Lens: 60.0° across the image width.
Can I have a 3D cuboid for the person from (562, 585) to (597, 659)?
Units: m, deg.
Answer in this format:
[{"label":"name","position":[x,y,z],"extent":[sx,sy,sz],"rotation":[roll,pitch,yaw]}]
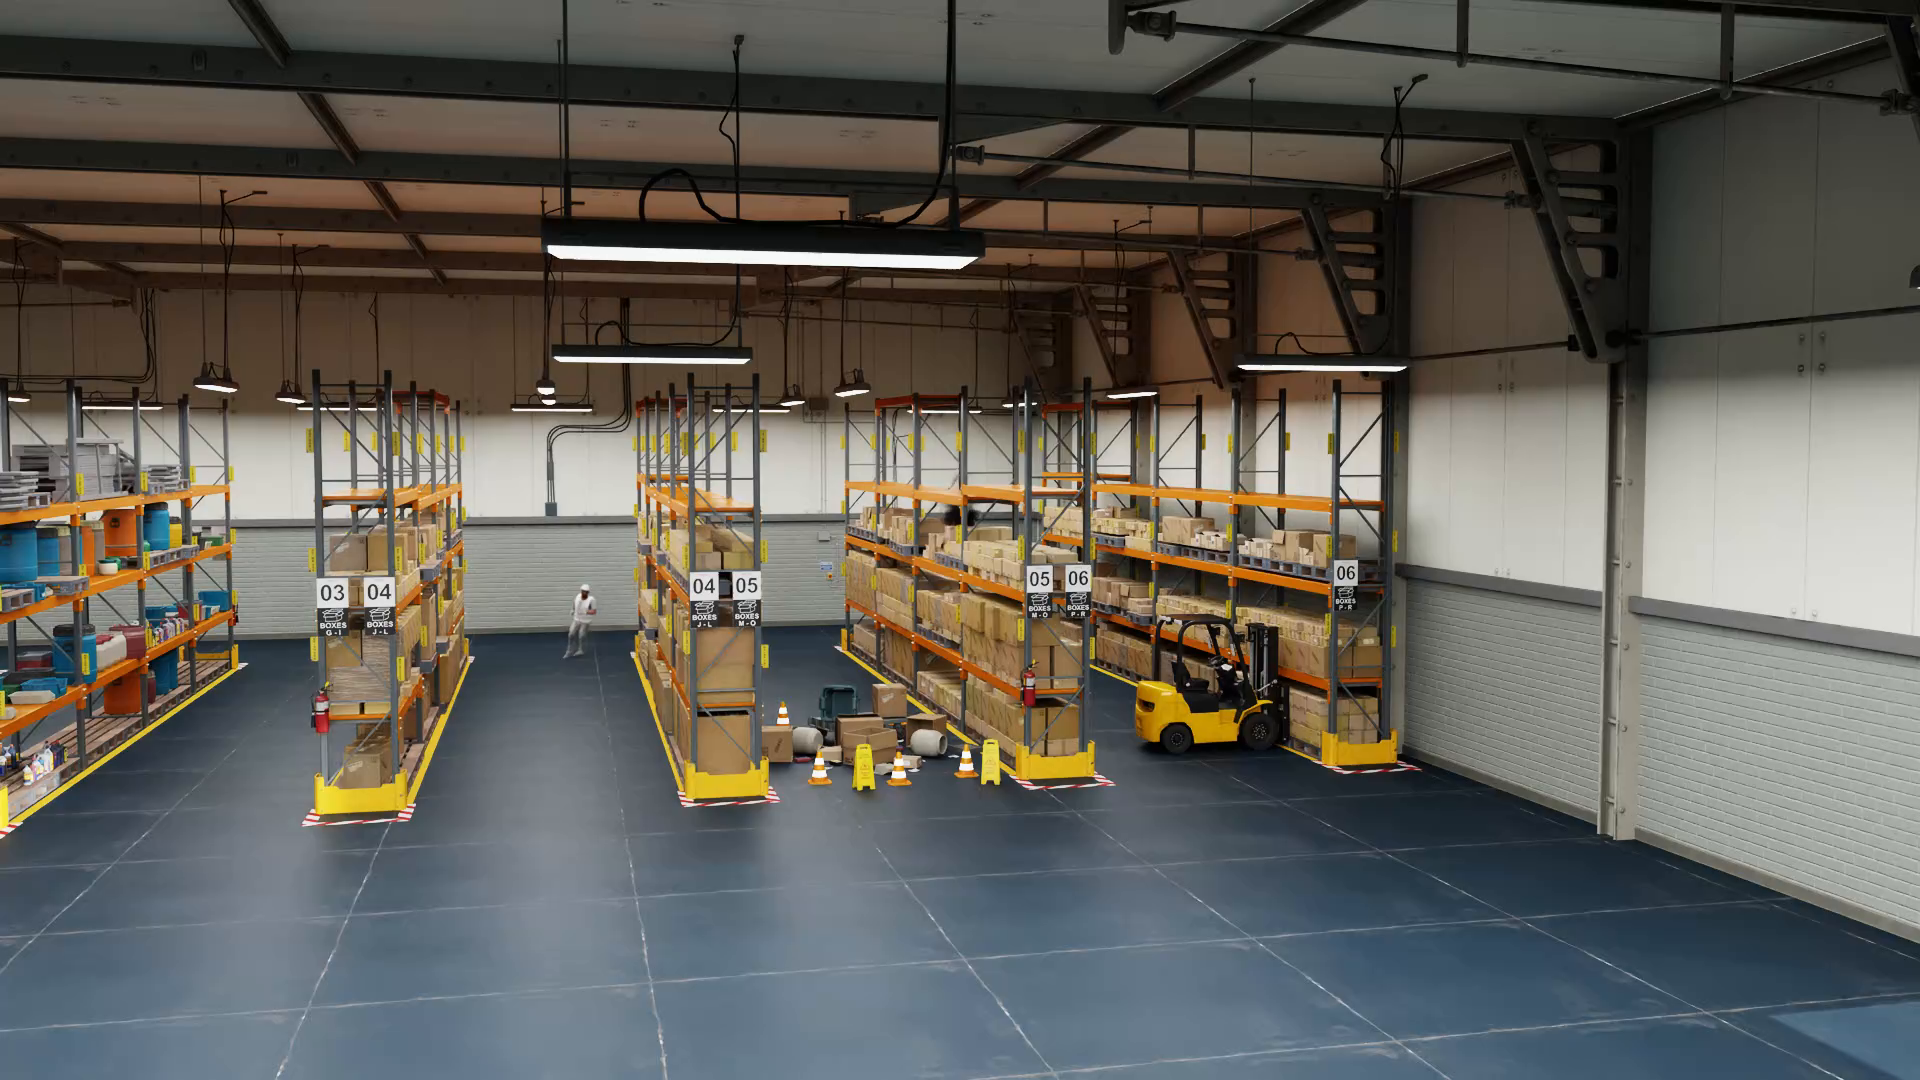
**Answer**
[{"label":"person","position":[-8.838,1.917,38.835],"extent":[0.824,1.766,0.747],"rotation":[1,3,14]}]
